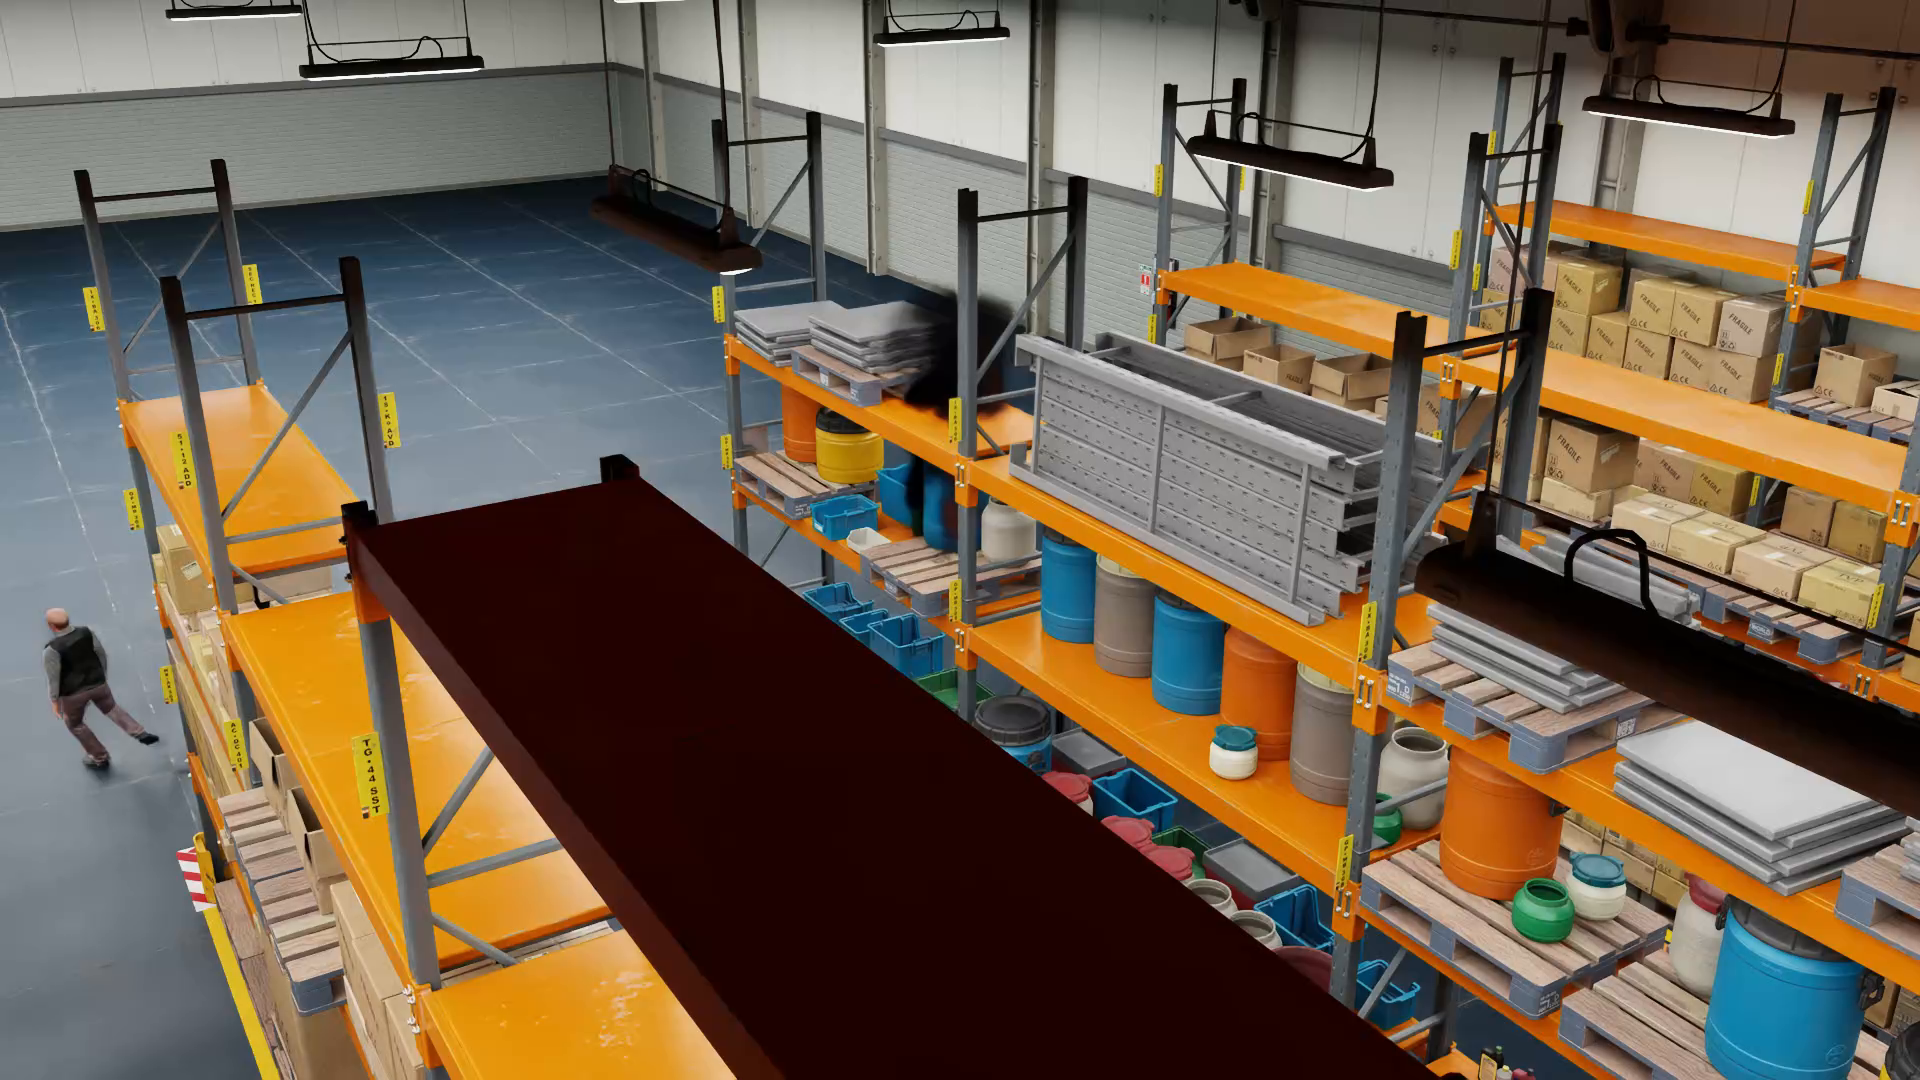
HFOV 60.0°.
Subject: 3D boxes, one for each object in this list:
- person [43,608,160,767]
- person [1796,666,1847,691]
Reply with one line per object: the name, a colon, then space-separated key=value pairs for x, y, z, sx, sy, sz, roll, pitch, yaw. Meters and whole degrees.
person: x=-8.162 y=1.378 z=15.701 sx=0.582 sy=1.657 sz=0.807 roll=12 pitch=25 yaw=28
person: x=8.100 y=1.394 z=15.606 sx=0.659 sy=1.728 sz=0.643 roll=-18 pitch=28 yaw=-37
